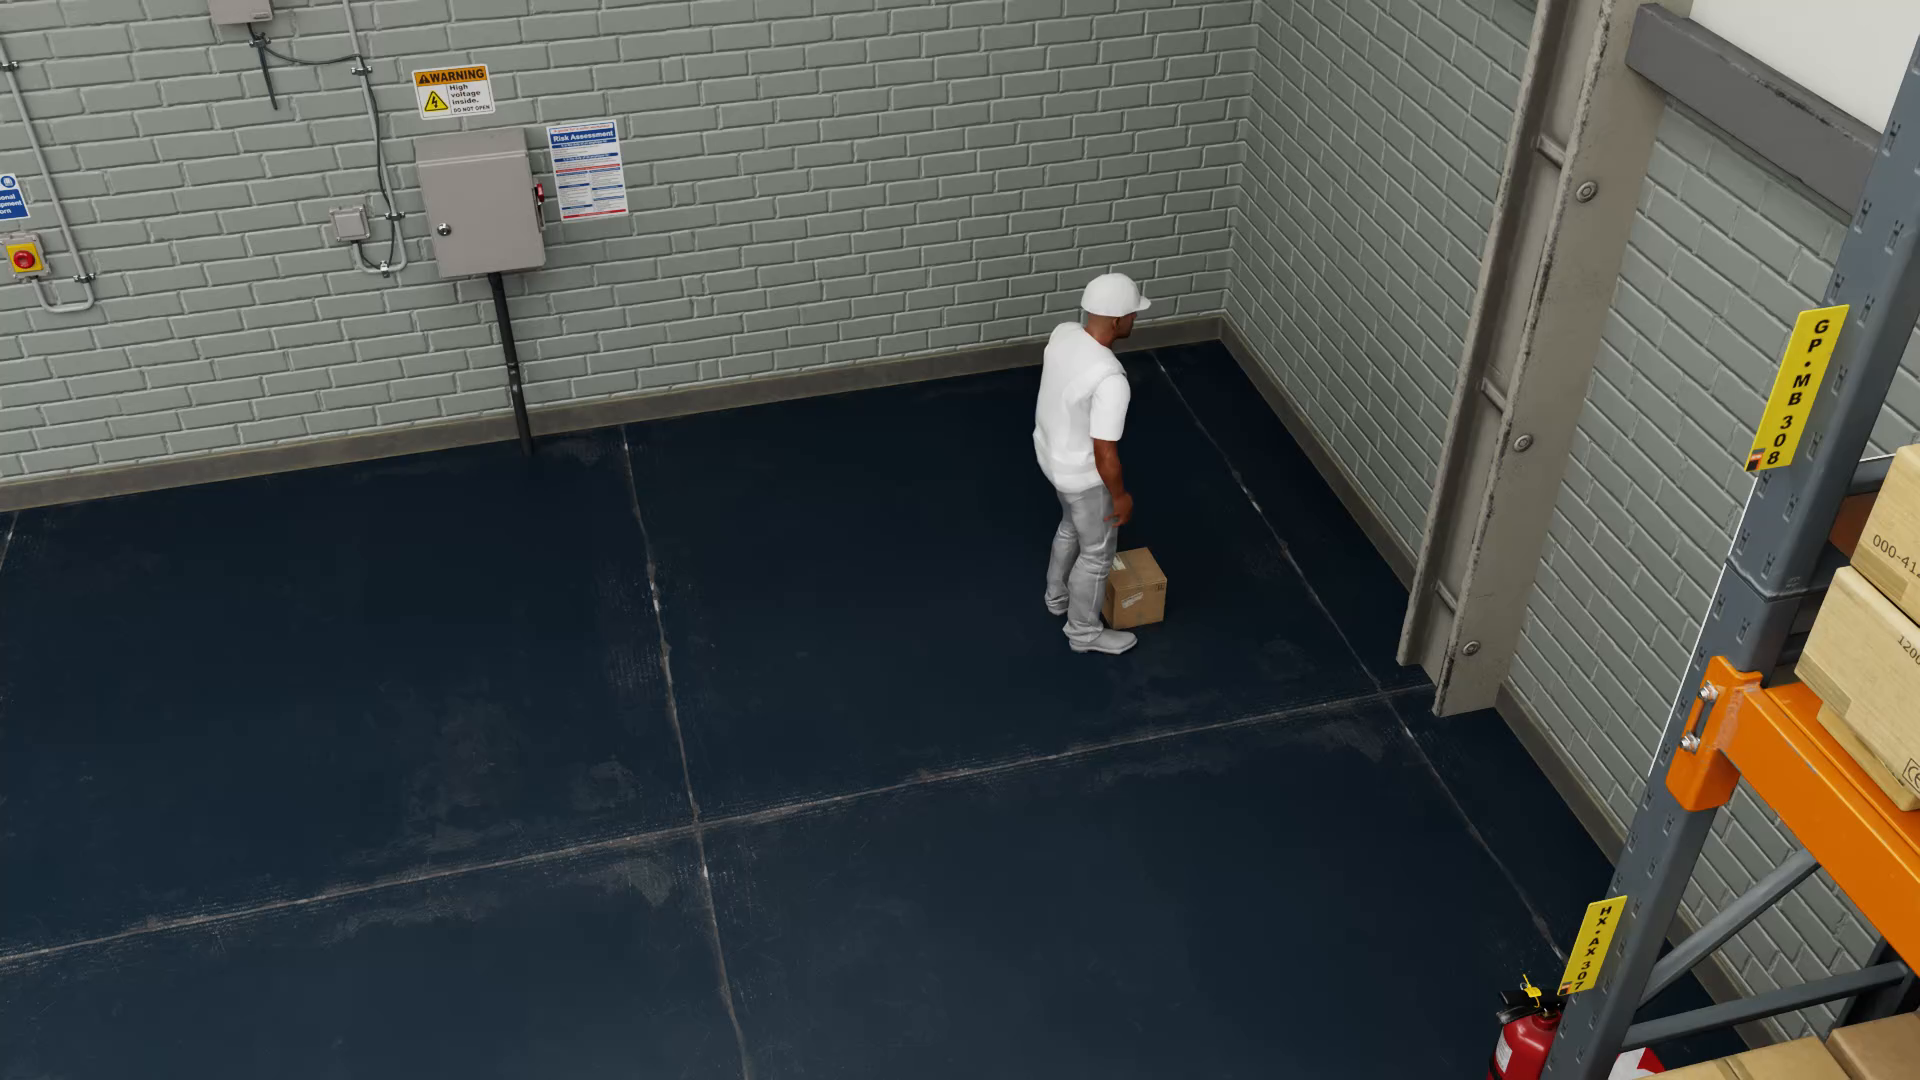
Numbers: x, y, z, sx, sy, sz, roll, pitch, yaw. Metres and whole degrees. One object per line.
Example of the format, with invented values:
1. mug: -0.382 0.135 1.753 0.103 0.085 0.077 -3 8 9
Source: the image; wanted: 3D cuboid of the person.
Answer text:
1. person: 0.558 -0.333 7.130 0.454 1.757 0.635 -11 39 -14
